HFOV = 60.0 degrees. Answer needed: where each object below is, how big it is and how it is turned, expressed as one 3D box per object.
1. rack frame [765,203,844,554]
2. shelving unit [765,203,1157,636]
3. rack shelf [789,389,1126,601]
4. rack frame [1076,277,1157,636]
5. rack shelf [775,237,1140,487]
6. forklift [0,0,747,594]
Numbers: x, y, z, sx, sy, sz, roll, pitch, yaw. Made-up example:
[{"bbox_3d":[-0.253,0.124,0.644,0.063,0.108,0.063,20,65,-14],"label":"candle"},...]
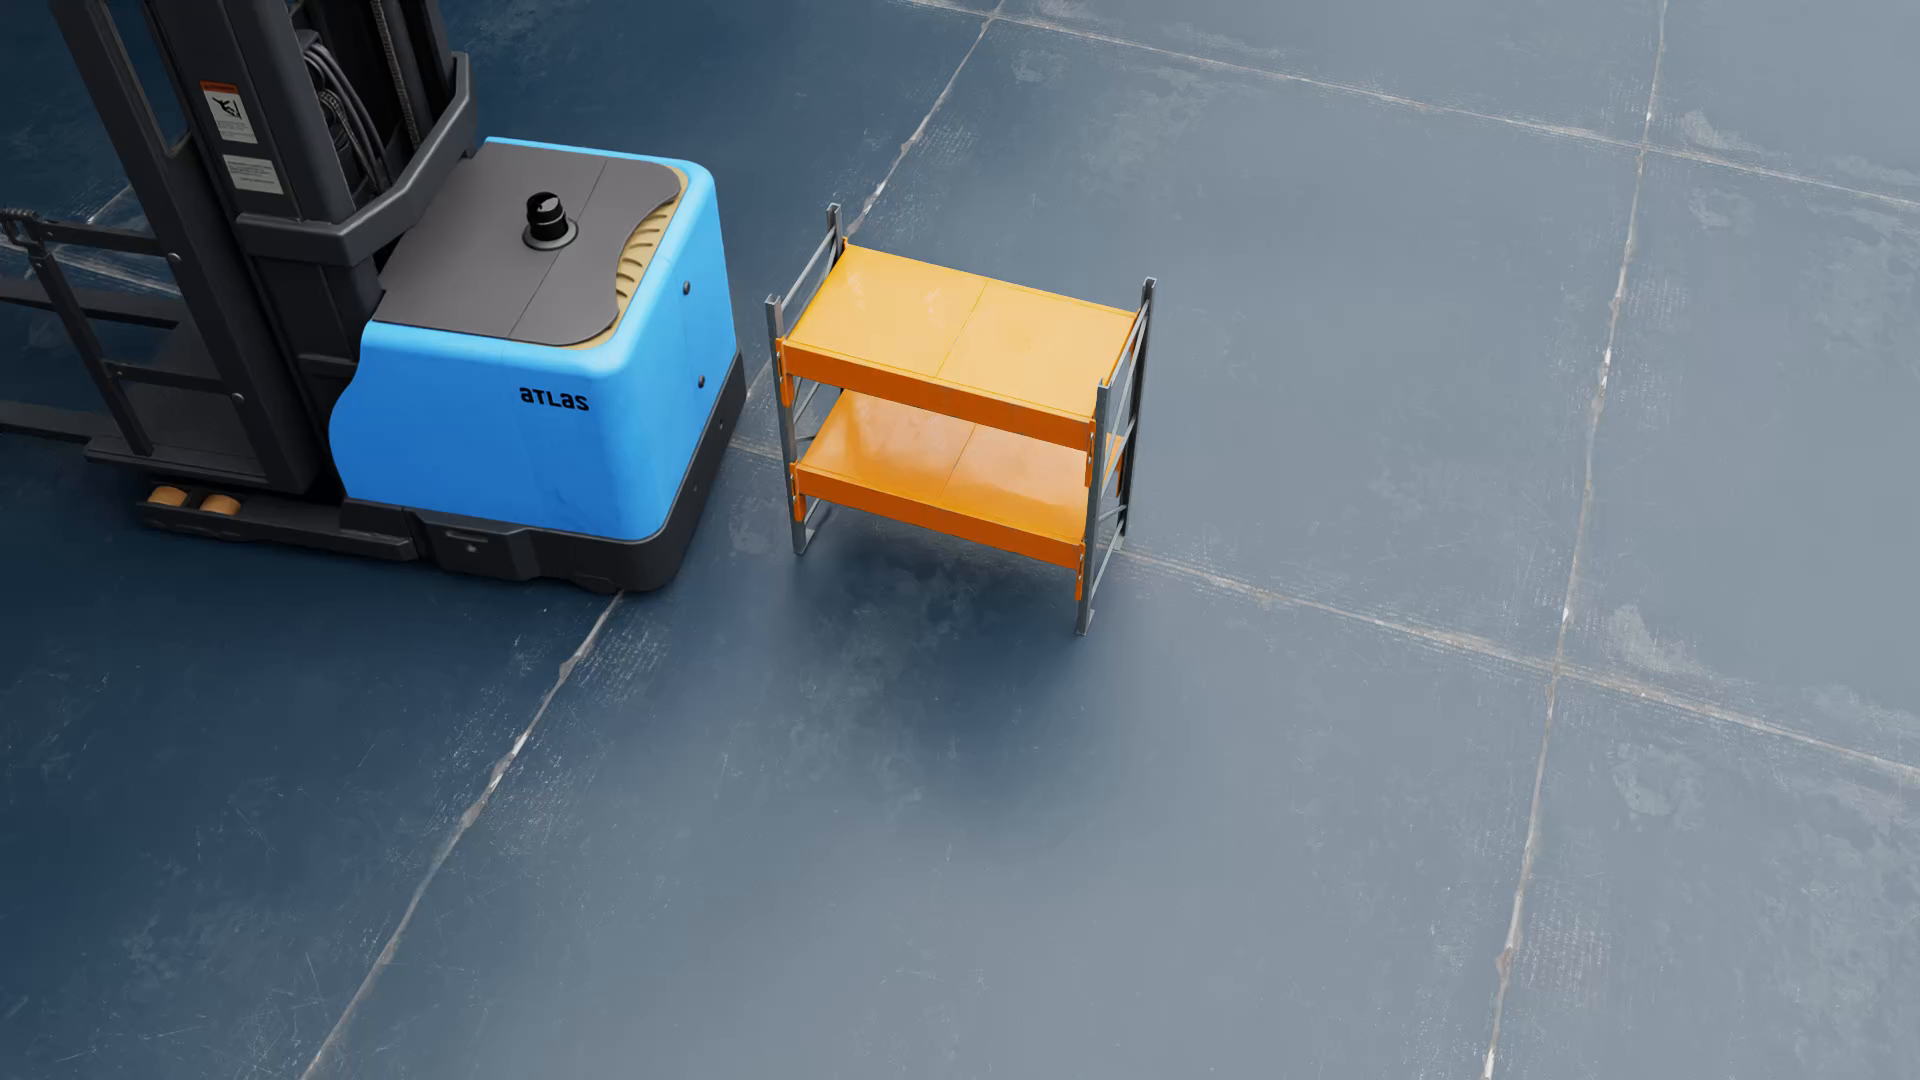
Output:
[{"bbox_3d":[-0.471,-0.500,5.439,0.032,1.125,0.500,16,51,13],"label":"rack frame"},{"bbox_3d":[0.006,-0.367,5.323,1.048,1.125,0.538,16,51,13],"label":"shelving unit"},{"bbox_3d":[0.006,-0.207,5.508,1.000,0.278,0.538,16,51,13],"label":"rack shelf"},{"bbox_3d":[0.483,-0.234,5.208,0.032,1.125,0.500,16,51,13],"label":"rack frame"},{"bbox_3d":[0.006,-0.558,5.102,1.000,0.278,0.538,16,51,13],"label":"rack shelf"},{"bbox_3d":[-2.352,-1.342,4.973,3.031,2.935,1.130,9,50,7],"label":"forklift"}]
